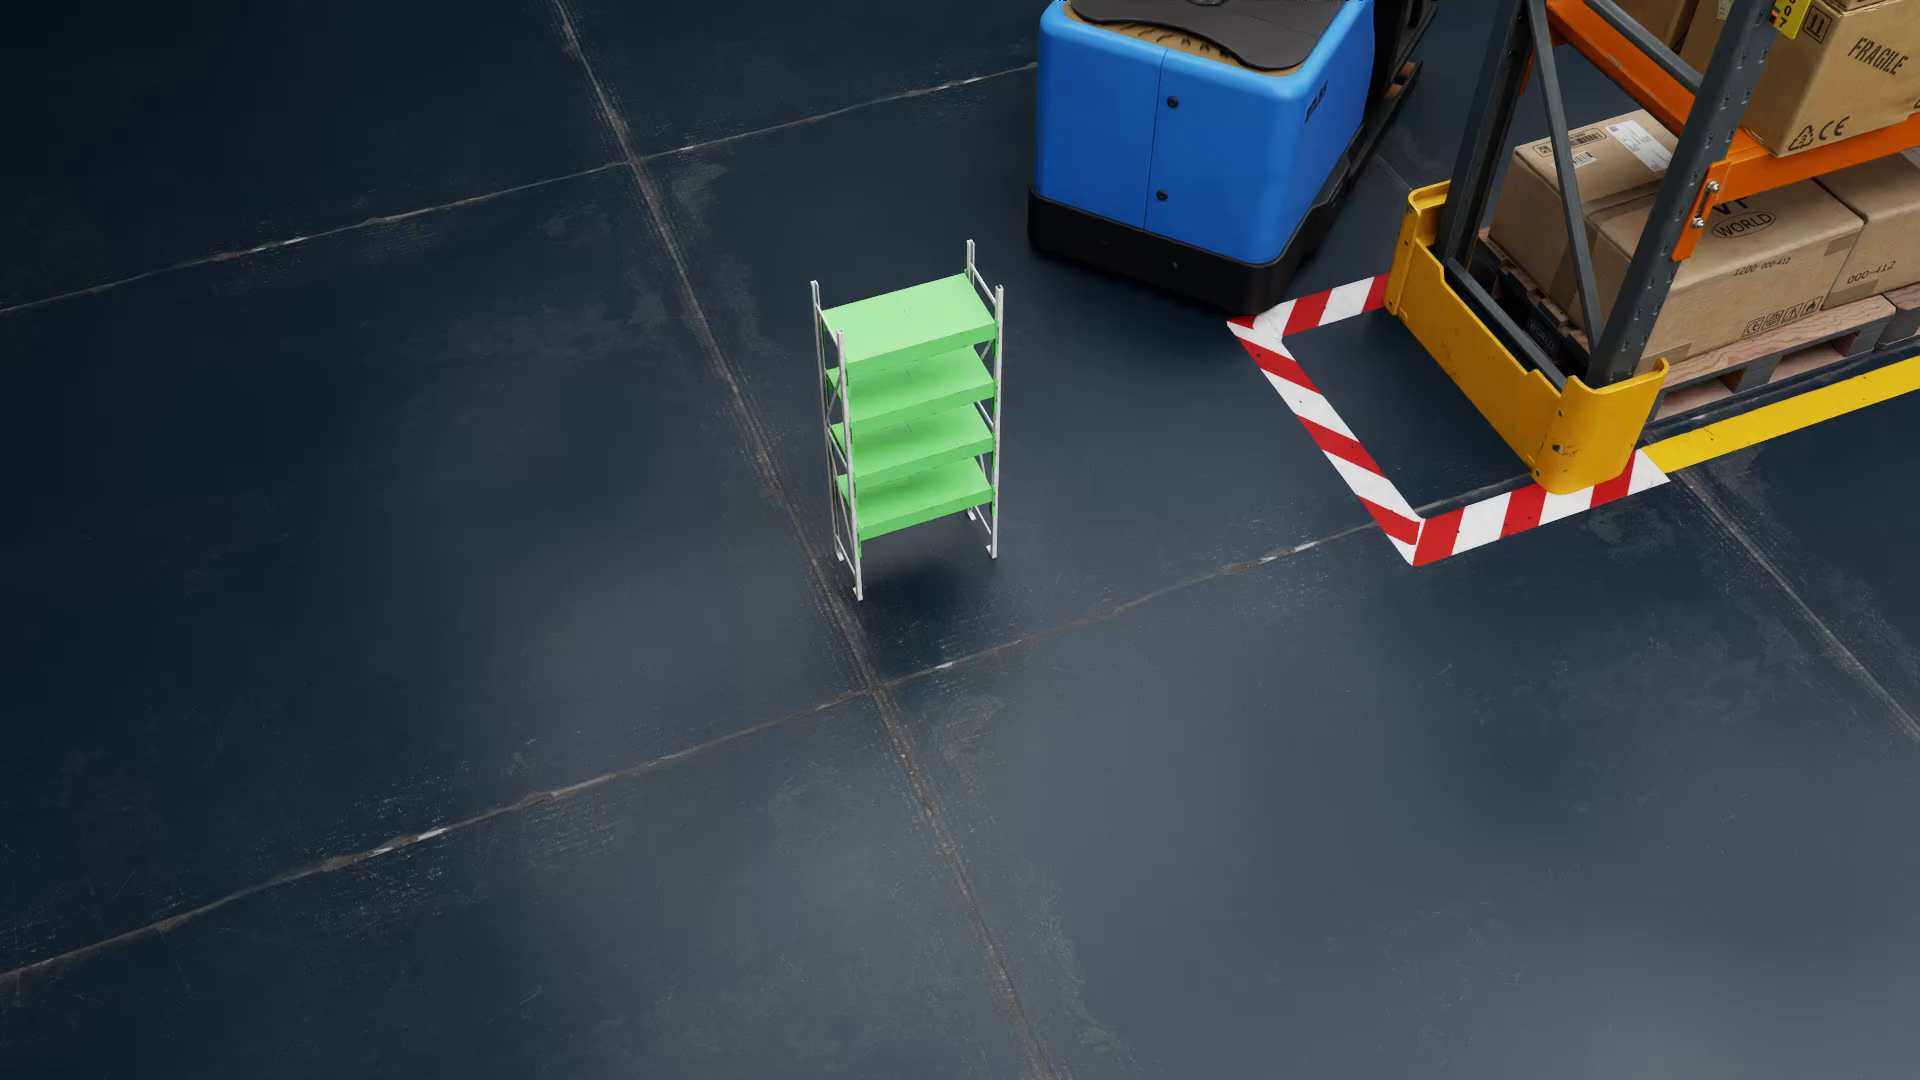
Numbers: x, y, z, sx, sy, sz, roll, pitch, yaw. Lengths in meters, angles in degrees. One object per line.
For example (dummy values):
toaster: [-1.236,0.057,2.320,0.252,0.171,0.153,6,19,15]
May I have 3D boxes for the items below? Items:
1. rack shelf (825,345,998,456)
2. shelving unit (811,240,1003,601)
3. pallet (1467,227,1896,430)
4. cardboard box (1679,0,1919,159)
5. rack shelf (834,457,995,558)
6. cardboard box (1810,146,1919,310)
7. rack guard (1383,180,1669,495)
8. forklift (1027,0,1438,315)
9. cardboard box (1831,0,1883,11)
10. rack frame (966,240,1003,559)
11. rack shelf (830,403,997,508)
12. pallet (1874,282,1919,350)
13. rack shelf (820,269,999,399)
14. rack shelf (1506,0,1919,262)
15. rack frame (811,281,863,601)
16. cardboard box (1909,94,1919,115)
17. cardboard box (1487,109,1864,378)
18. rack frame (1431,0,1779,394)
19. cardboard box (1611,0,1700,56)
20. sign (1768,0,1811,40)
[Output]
rack shelf: [-0.153,-0.458,5.120,0.480,0.148,0.258,-17,52,-14]
shelving unit: [-0.153,-0.343,5.254,0.503,1.200,0.258,-17,52,-14]
pallet: [2.759,-0.964,6.439,1.213,0.211,1.003,-17,52,-14]
cardboard box: [2.602,-1.557,5.044,0.500,0.500,0.500,-18,52,-15]
rack shelf: [-0.153,-0.145,5.485,0.480,0.148,0.258,-17,52,-14]
cardboard box: [3.466,-1.418,6.403,0.875,0.438,0.875,-16,51,-13]
rack guard: [2.026,-0.767,6.079,0.348,0.500,1.175,-17,52,-14]
forklift: [1.403,-2.946,6.348,1.130,2.935,3.031,22,53,18]
cardboard box: [2.601,-1.884,4.666,0.500,0.500,0.500,-18,52,-15]
rack frame: [0.073,-0.413,5.314,0.015,1.200,0.240,-17,52,-14]
rack shelf: [-0.153,-0.302,5.303,0.480,0.148,0.258,-17,52,-14]
pallet: [3.887,-1.311,6.737,1.213,0.211,1.003,-17,52,-14]
rack shelf: [-0.153,-0.615,4.938,0.480,0.148,0.258,-17,52,-14]
rack shelf: [3.900,-1.927,5.902,4.000,0.370,1.077,-17,52,-14]
rack frame: [-0.379,-0.273,5.194,0.015,1.200,0.240,-17,52,-14]
cardboard box: [3.059,-1.721,5.185,0.500,0.500,0.500,-18,52,-15]
cardboard box: [2.622,-1.150,6.172,0.875,0.438,0.875,-19,52,-15]
rack frame: [2.049,-1.588,5.137,0.127,3.000,1.000,-17,52,-14]
cardboard box: [2.395,-1.945,5.377,0.500,0.500,0.500,-17,51,-14]
sign: [2.253,-1.504,4.442,0.005,0.325,0.100,-17,52,-14]
